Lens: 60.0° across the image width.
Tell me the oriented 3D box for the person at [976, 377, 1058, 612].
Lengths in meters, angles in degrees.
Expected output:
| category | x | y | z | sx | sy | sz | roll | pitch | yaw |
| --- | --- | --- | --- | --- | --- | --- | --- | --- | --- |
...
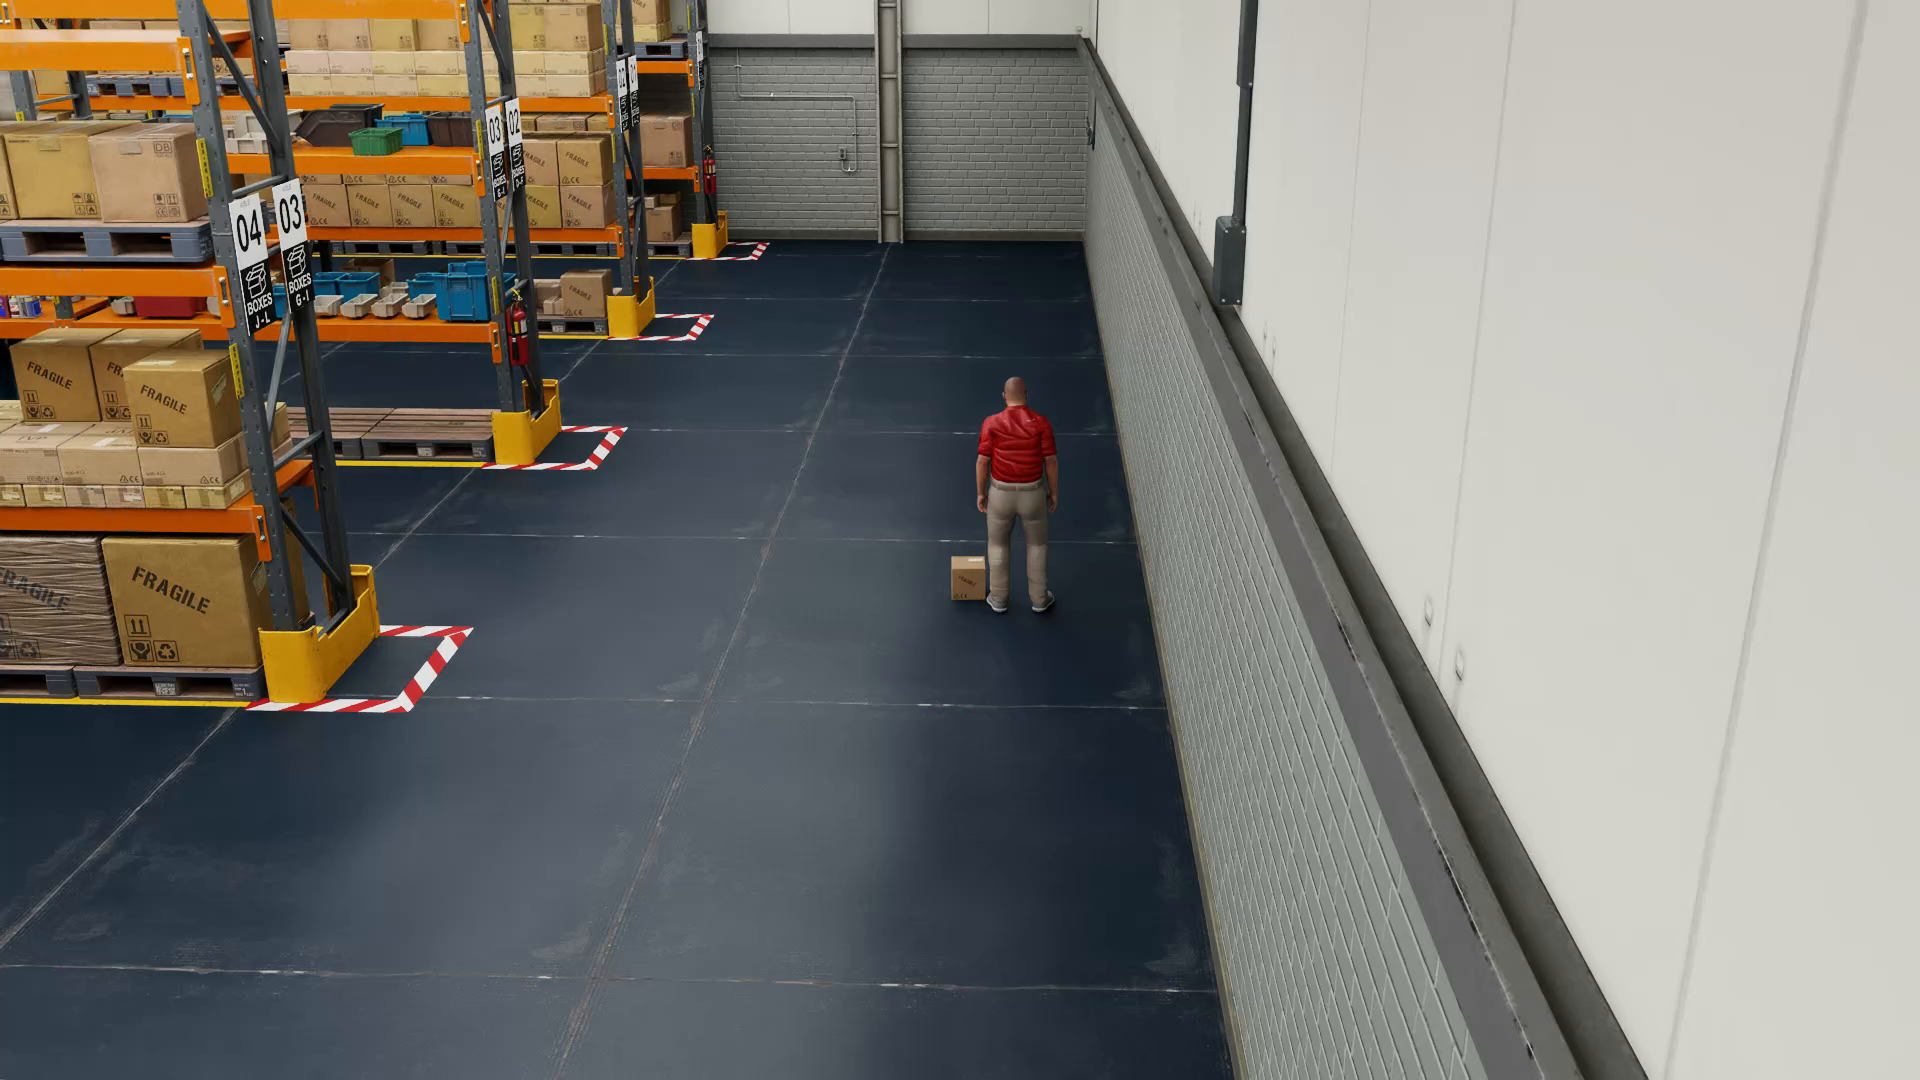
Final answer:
| category | x | y | z | sx | sy | sz | roll | pitch | yaw |
| --- | --- | --- | --- | --- | --- | --- | --- | --- | --- |
| person | 0.411 | -0.317 | 11.941 | 0.585 | 1.726 | 0.396 | 1 | 21 | 2 |
